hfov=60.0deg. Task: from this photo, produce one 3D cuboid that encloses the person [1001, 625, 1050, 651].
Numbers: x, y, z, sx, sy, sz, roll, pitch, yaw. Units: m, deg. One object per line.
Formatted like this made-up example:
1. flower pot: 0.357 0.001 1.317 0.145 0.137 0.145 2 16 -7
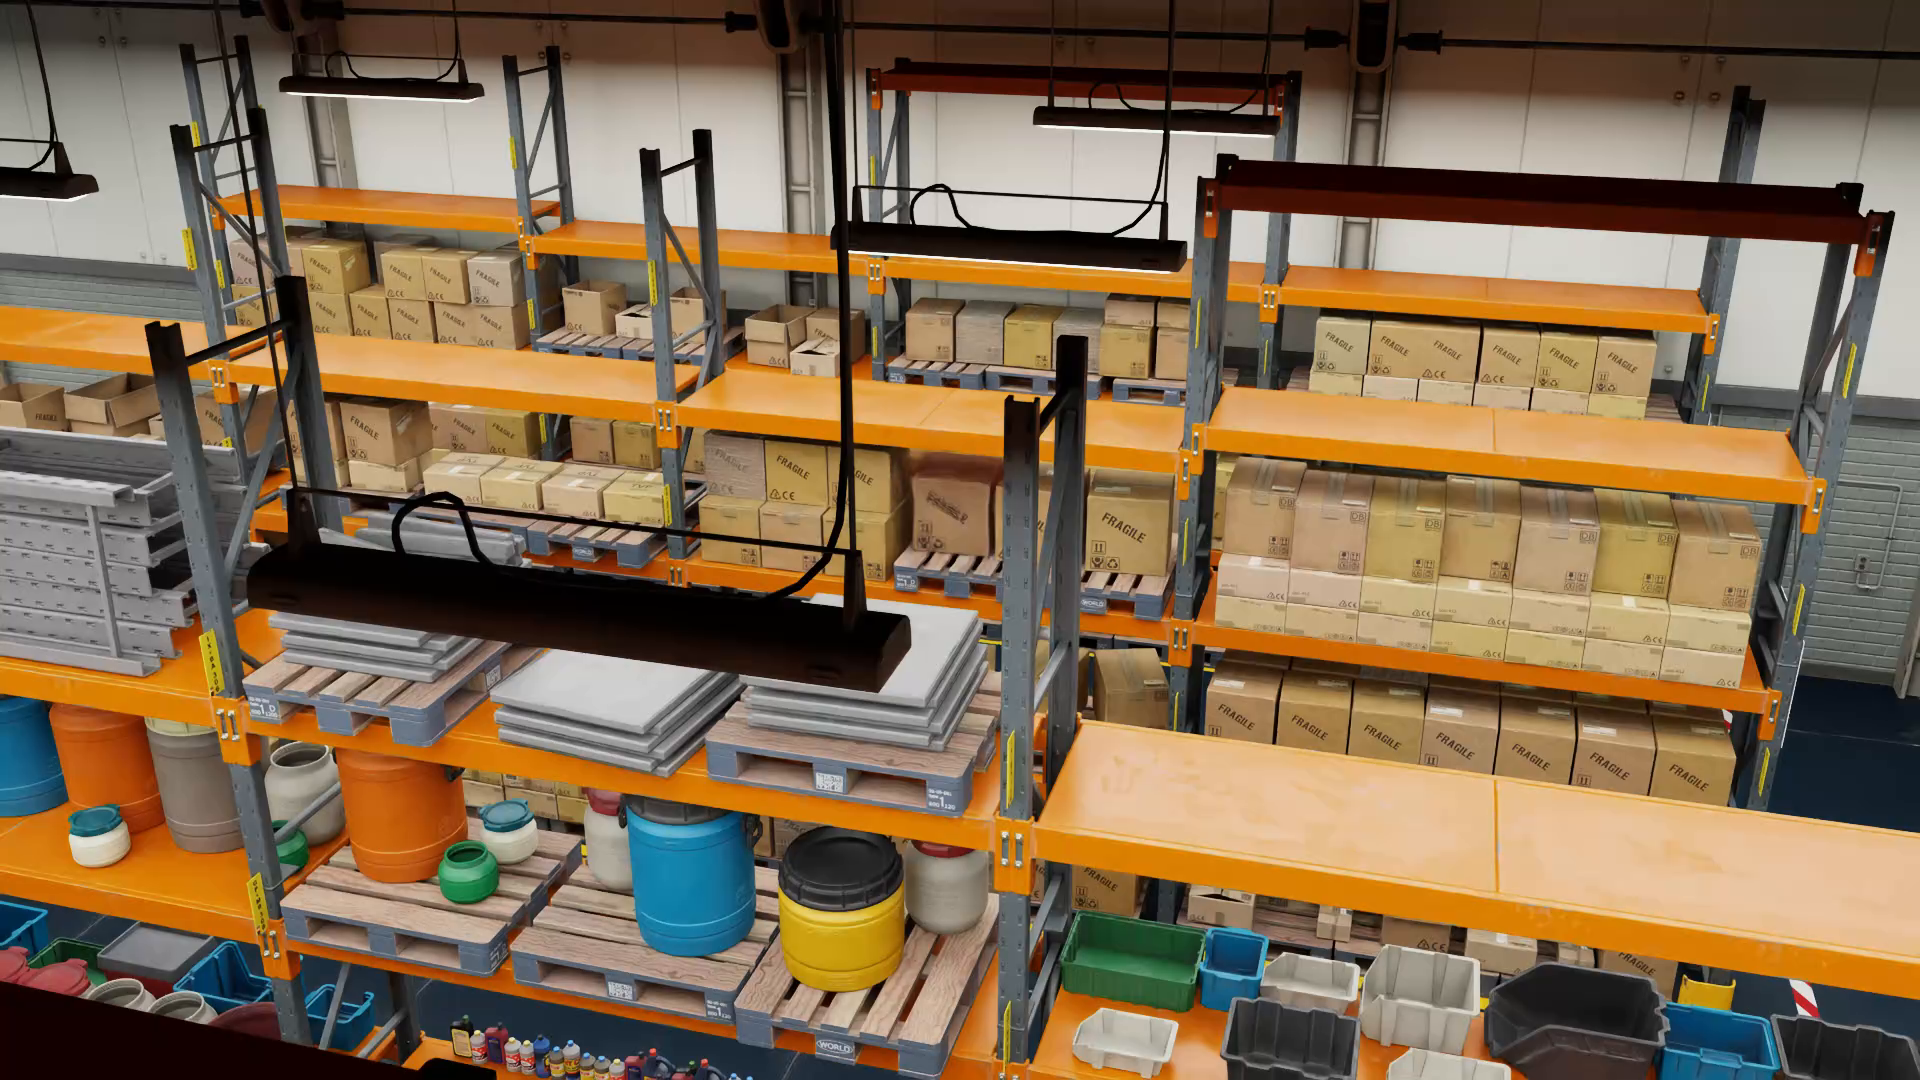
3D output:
1. person: 0.643 0.835 15.954 0.681 1.706 0.578 3 23 7
